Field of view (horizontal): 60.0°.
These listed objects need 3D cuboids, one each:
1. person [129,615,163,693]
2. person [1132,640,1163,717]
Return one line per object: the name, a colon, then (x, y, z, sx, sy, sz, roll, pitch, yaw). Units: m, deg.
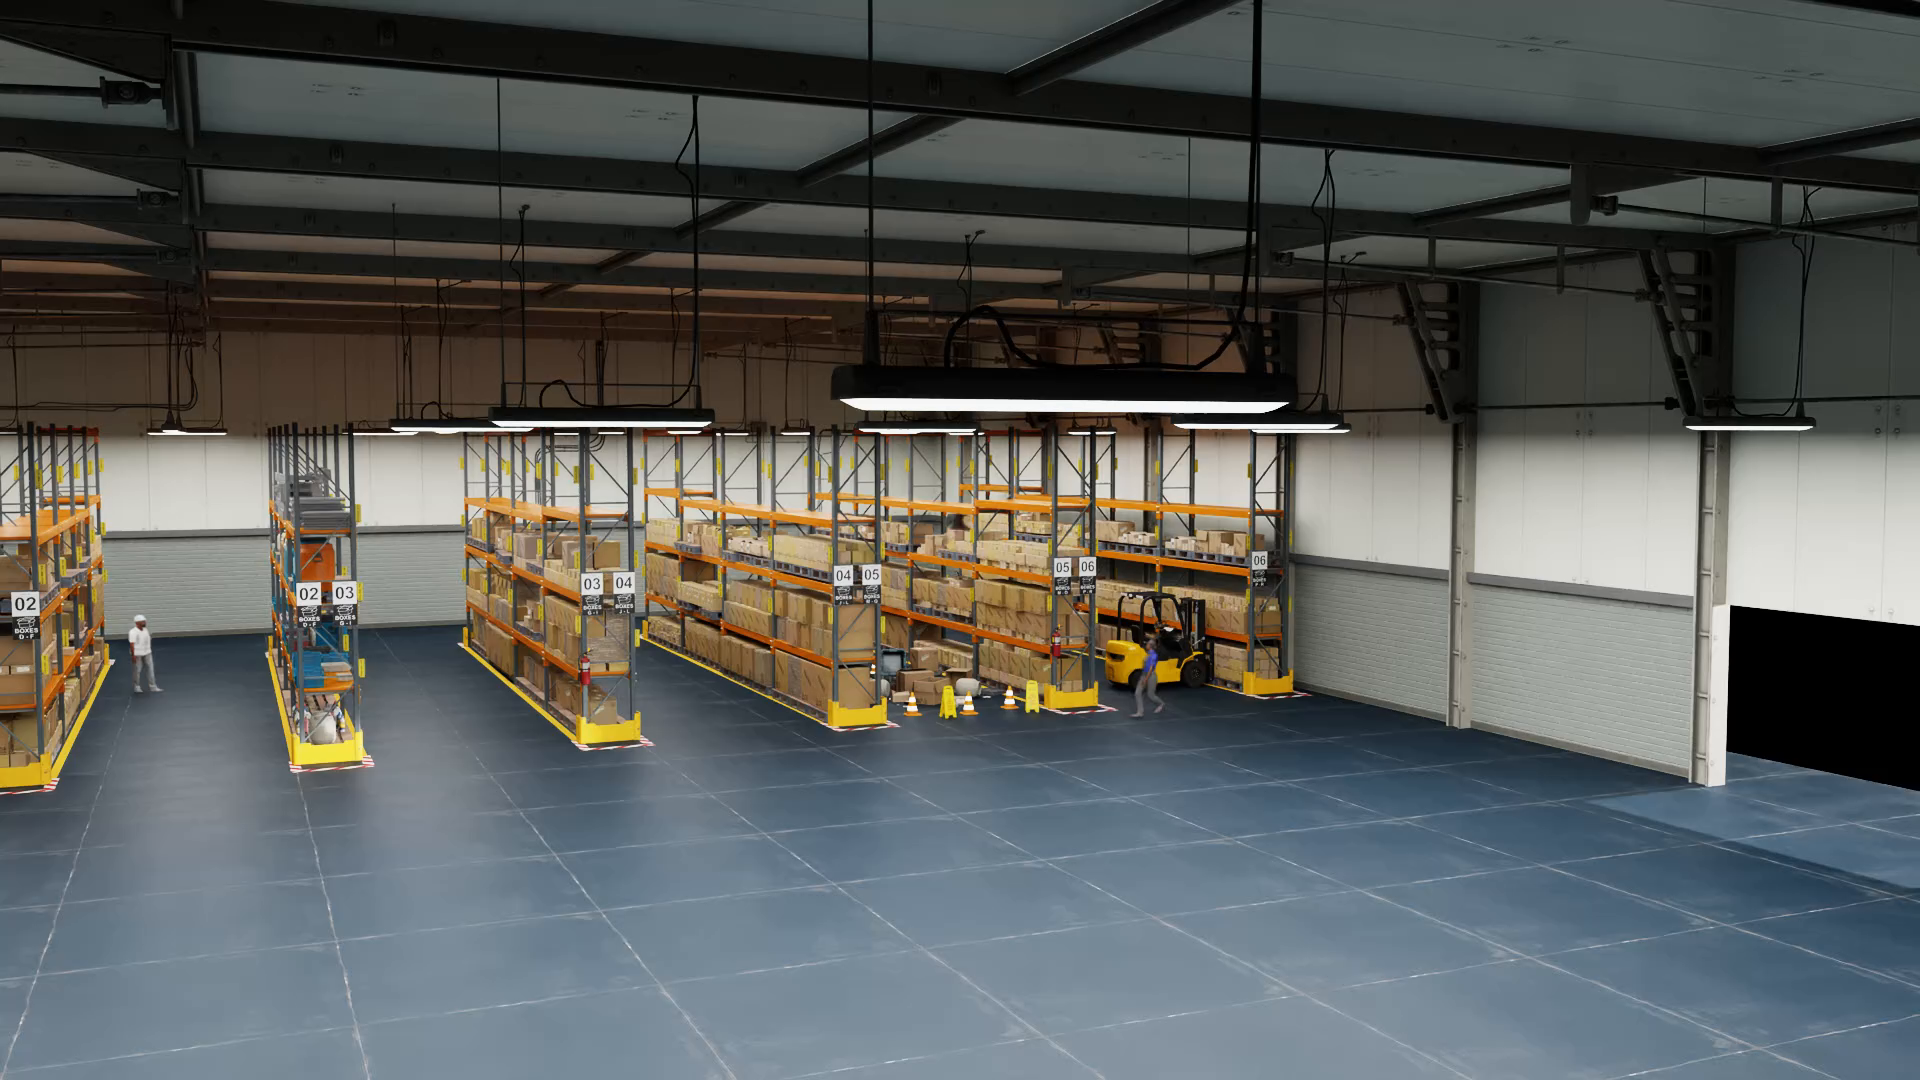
person: (-18.357, 2.565, 37.347, 0.637, 1.763, 0.589, 2, 4, 31)
person: (3.844, 2.842, 34.231, 0.789, 1.568, 0.421, -3, 5, -40)
